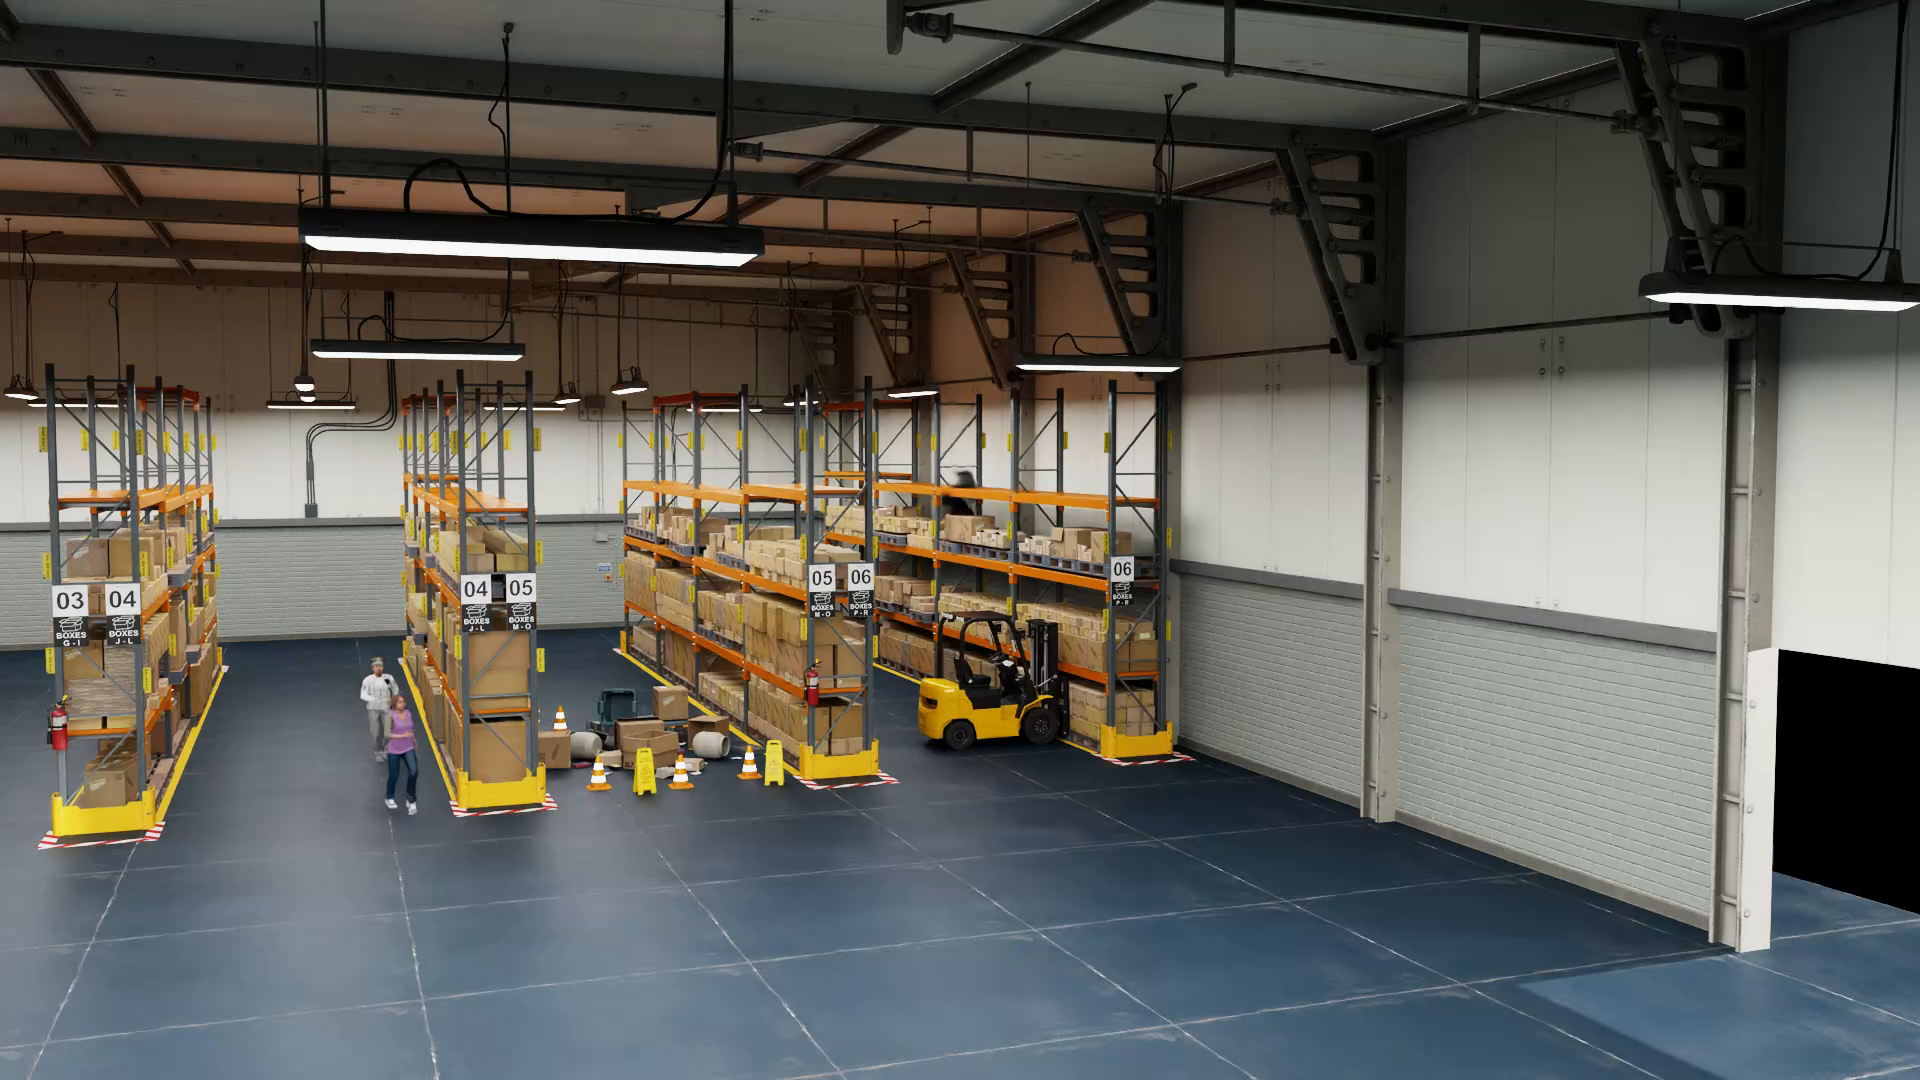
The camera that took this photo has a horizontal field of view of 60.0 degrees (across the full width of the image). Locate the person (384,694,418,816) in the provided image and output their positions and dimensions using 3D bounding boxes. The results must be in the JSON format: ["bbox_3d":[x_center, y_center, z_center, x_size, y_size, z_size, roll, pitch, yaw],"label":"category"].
[{"bbox_3d":[-7.540,2.887,22.439,0.509,1.638,0.705,-3,4,-42],"label":"person"}]

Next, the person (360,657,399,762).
[{"bbox_3d":[-9.029,2.652,25.928,0.595,1.654,0.584,-2,4,-24],"label":"person"}]
